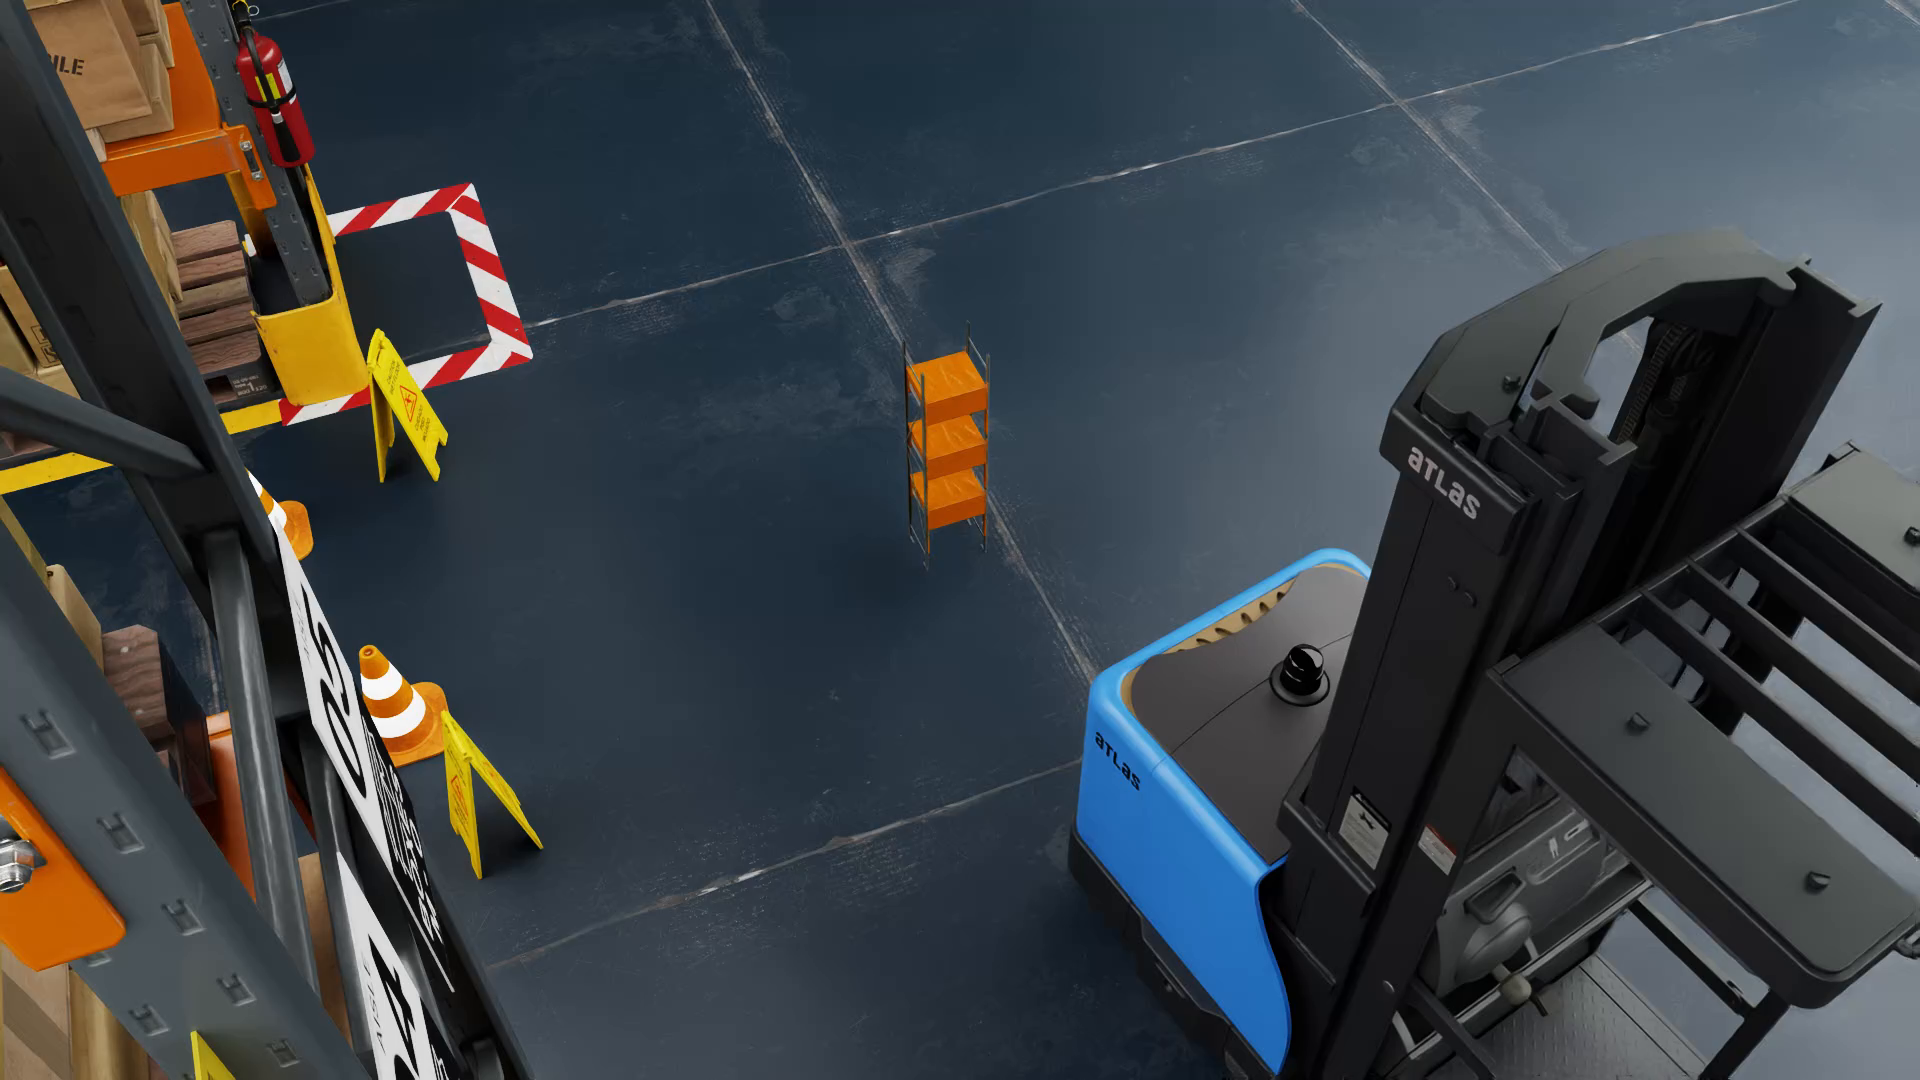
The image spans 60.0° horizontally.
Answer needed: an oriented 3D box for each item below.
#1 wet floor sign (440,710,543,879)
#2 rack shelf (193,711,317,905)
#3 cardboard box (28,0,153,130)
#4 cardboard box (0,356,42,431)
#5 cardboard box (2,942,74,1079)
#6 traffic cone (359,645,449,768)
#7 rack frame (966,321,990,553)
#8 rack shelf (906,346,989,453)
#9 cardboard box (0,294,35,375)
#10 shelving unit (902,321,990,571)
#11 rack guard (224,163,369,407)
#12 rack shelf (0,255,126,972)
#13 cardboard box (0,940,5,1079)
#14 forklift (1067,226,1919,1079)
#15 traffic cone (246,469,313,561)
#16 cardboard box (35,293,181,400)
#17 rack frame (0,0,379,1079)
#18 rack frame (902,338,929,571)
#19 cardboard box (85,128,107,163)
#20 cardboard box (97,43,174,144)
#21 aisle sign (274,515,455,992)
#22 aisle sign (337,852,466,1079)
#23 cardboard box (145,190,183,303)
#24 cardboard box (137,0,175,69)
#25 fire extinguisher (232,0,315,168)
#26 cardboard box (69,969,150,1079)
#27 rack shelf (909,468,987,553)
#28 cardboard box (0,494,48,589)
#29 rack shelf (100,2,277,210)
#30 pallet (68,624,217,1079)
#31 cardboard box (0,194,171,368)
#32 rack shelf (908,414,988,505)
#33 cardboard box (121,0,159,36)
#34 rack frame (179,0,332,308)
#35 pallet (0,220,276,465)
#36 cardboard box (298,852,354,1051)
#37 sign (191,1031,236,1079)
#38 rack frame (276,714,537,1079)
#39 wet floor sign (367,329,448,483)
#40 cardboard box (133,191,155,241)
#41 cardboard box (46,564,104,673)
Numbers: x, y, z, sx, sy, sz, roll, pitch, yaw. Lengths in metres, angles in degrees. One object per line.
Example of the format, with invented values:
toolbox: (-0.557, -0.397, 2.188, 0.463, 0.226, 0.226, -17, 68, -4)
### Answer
wet floor sign: (-1.593, 0.805, 5.474, 0.232, 0.644, 0.267, -26, 54, -20)
rack shelf: (-2.723, 1.267, 2.022, 4.000, 0.370, 1.077, -17, 52, -14)
cardboard box: (-3.235, -1.791, 5.890, 0.500, 0.500, 0.500, -18, 52, -15)
cardboard box: (-3.966, -0.688, 6.740, 0.500, 0.250, 0.500, -17, 51, -14)
cardboard box: (-1.219, 0.579, 1.700, 0.500, 0.250, 0.500, -17, 51, -14)
traffic cone: (-2.012, 0.527, 5.833, 0.334, 0.463, 0.336, -17, 52, -14)
rack frame: (0.063, -0.362, 6.209, 0.008, 1.050, 0.200, -17, 52, -14)
rack shelf: (-0.050, -0.505, 5.972, 0.240, 0.259, 0.215, -17, 52, -14)
cardboard box: (-3.961, -0.931, 6.455, 0.500, 0.500, 0.500, -15, 51, -13)
shelving unit: (-0.050, -0.327, 6.179, 0.252, 1.050, 0.215, -17, 52, -14)
rack guard: (-2.907, -1.175, 7.270, 0.348, 0.500, 1.175, -17, 52, -14)
rack shelf: (-2.723, 0.420, 1.036, 4.000, 0.370, 1.077, -17, 52, -14)
cardboard box: (-1.055, 0.447, 1.550, 0.250, 0.149, 0.380, -17, 51, -14)
forklift: (1.599, 0.878, 3.905, 1.130, 2.935, 3.031, -27, 55, -21)
traffic cone: (-2.747, -0.155, 6.419, 0.334, 0.463, 0.336, -17, 52, -14)
cardboard box: (-3.505, -0.824, 6.857, 0.500, 0.250, 0.500, -17, 52, -14)
rack frame: (-0.871, -0.518, 1.104, 0.127, 3.000, 1.000, -17, 52, -14)
rack frame: (-0.162, -0.292, 6.149, 0.008, 1.050, 0.200, -17, 52, -14)
cardboard box: (-3.294, -1.521, 6.085, 0.250, 0.149, 0.380, -18, 52, -15)
cardboard box: (-3.102, -1.672, 6.215, 0.250, 0.149, 0.380, -16, 51, -13)
aisle sign: (-0.919, 0.359, 2.592, 0.004, 0.787, 0.394, -17, 52, -14)
aisle sign: (-0.692, 0.780, 2.230, 0.004, 0.787, 0.394, -17, 52, -14)
cardboard box: (-3.688, -1.215, 7.192, 0.500, 0.250, 0.500, -18, 52, -15)
cardboard box: (-3.229, -1.977, 6.477, 0.250, 0.149, 0.380, -17, 51, -14)
fire extinguisher: (-2.556, -1.695, 6.120, 0.183, 0.674, 0.296, -17, 52, -14)
cardboard box: (-1.051, 0.705, 1.854, 0.250, 0.149, 0.380, -17, 52, -14)
rack shelf: (-0.050, -0.139, 6.398, 0.240, 0.259, 0.215, -17, 52, -14)
cardboard box: (-1.415, 0.200, 2.025, 0.500, 0.250, 0.500, -17, 52, -14)
rack shelf: (-4.688, -1.203, 6.121, 4.000, 0.370, 1.077, -17, 52, -14)
pallet: (-1.554, 0.708, 2.086, 1.213, 0.211, 1.003, -17, 52, -14)
cardboard box: (-3.480, -1.083, 6.585, 0.500, 0.500, 0.500, -17, 51, -14)
rack shelf: (-0.050, -0.320, 6.187, 0.240, 0.259, 0.215, -17, 52, -14)
cardboard box: (-3.380, -2.199, 6.240, 0.500, 0.500, 0.500, -18, 52, -15)
rack frame: (-2.836, -2.011, 6.340, 0.127, 3.000, 1.000, -17, 52, -14)
pallet: (-3.672, -0.872, 7.201, 1.213, 0.211, 1.003, -17, 52, -14)
cardboard box: (-1.229, 1.115, 2.845, 0.550, 0.550, 0.875, -17, 52, -14)
sign: (-0.679, 0.582, 1.605, 0.005, 0.325, 0.100, -17, 52, -14)
rack frame: (-0.871, 1.437, 3.380, 0.127, 3.000, 1.000, -17, 52, -14)
wet floor sign: (-2.256, -0.547, 6.635, 0.232, 0.644, 0.267, -2, 49, -1)
cardboard box: (-3.710, -1.452, 6.902, 0.500, 0.500, 0.500, -19, 52, -15)
cardboard box: (-1.310, 0.245, 2.249, 0.250, 0.149, 0.380, -17, 51, -14)
